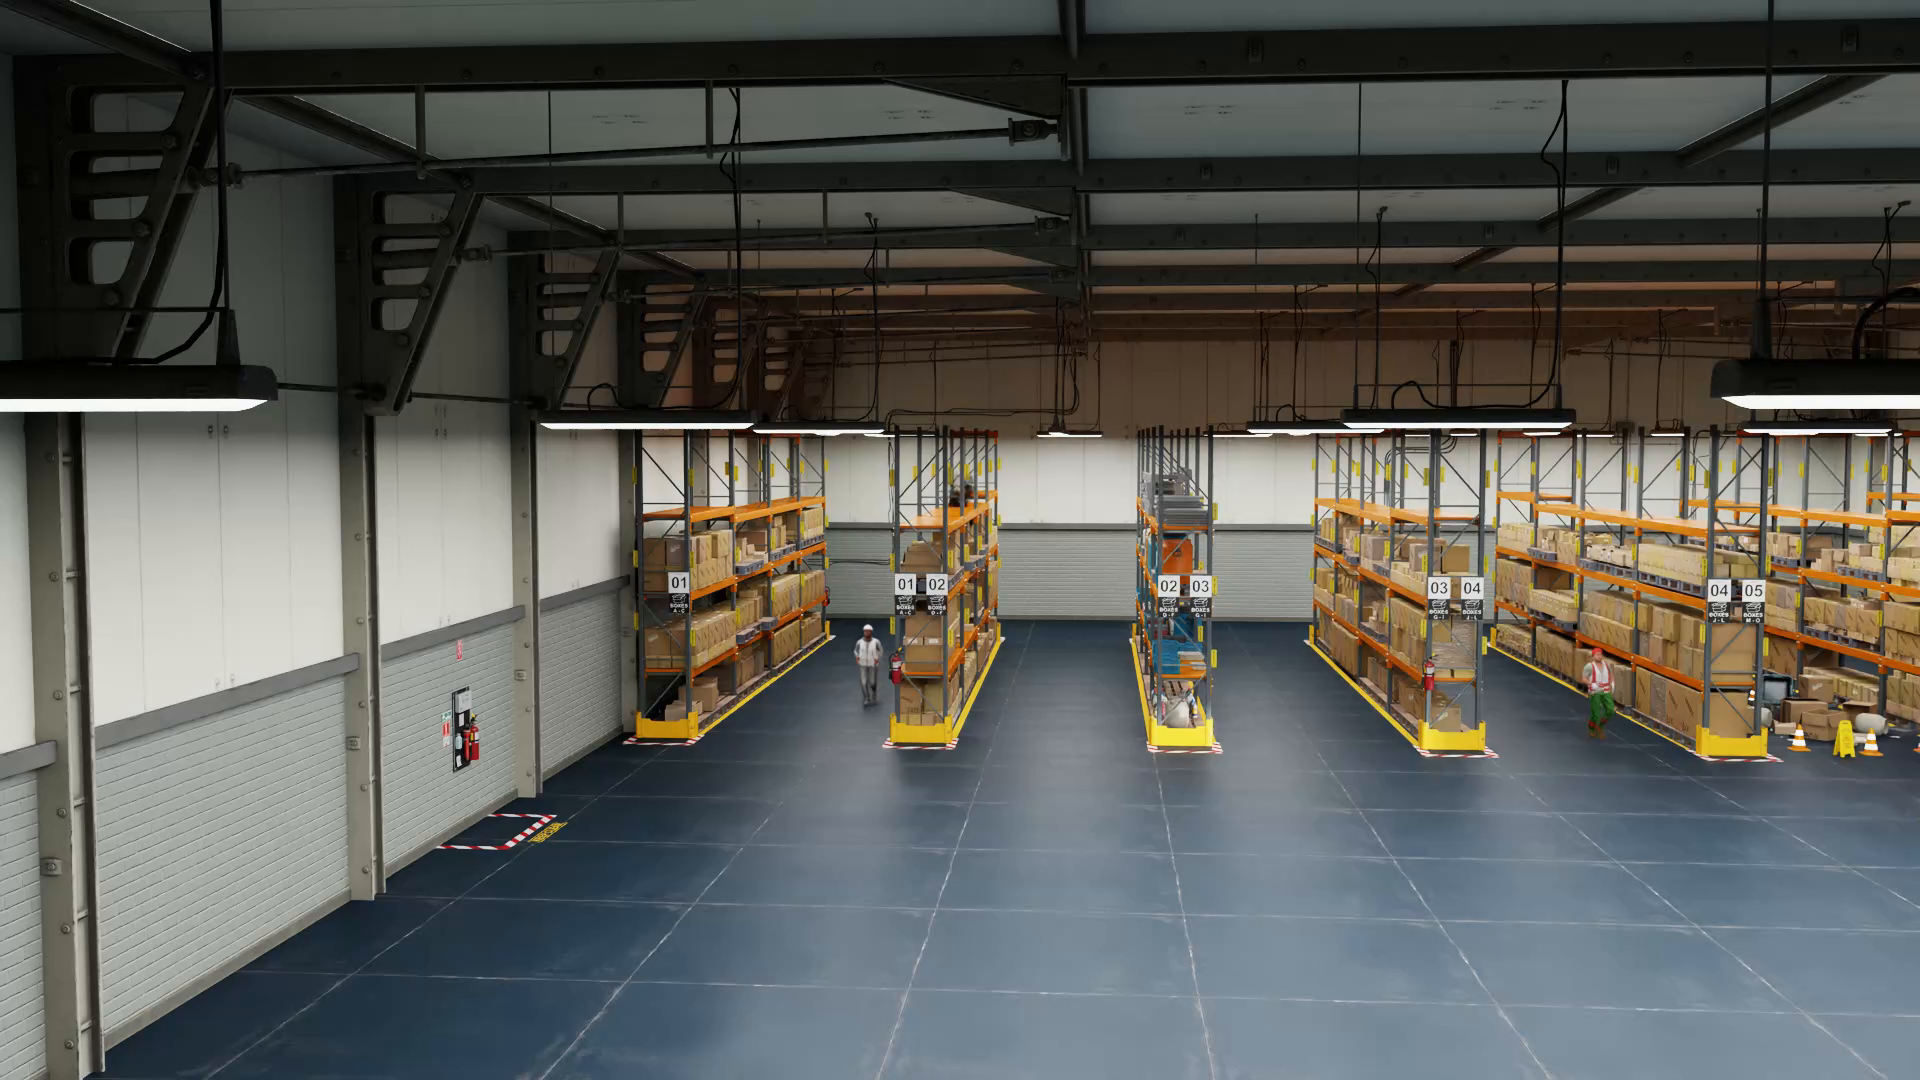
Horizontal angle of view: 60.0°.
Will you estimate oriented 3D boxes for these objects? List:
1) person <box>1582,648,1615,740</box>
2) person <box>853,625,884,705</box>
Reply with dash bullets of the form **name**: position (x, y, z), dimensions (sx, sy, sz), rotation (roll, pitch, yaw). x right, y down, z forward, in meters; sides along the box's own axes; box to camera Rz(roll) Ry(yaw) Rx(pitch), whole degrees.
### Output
- **person**: position (12.227, 2.933, 31.755), dimensions (0.673, 1.751, 0.652), rotation (0, 3, -2)
- **person**: position (-1.994, 2.699, 35.953), dimensions (0.656, 1.721, 0.569), rotation (0, 3, 4)
